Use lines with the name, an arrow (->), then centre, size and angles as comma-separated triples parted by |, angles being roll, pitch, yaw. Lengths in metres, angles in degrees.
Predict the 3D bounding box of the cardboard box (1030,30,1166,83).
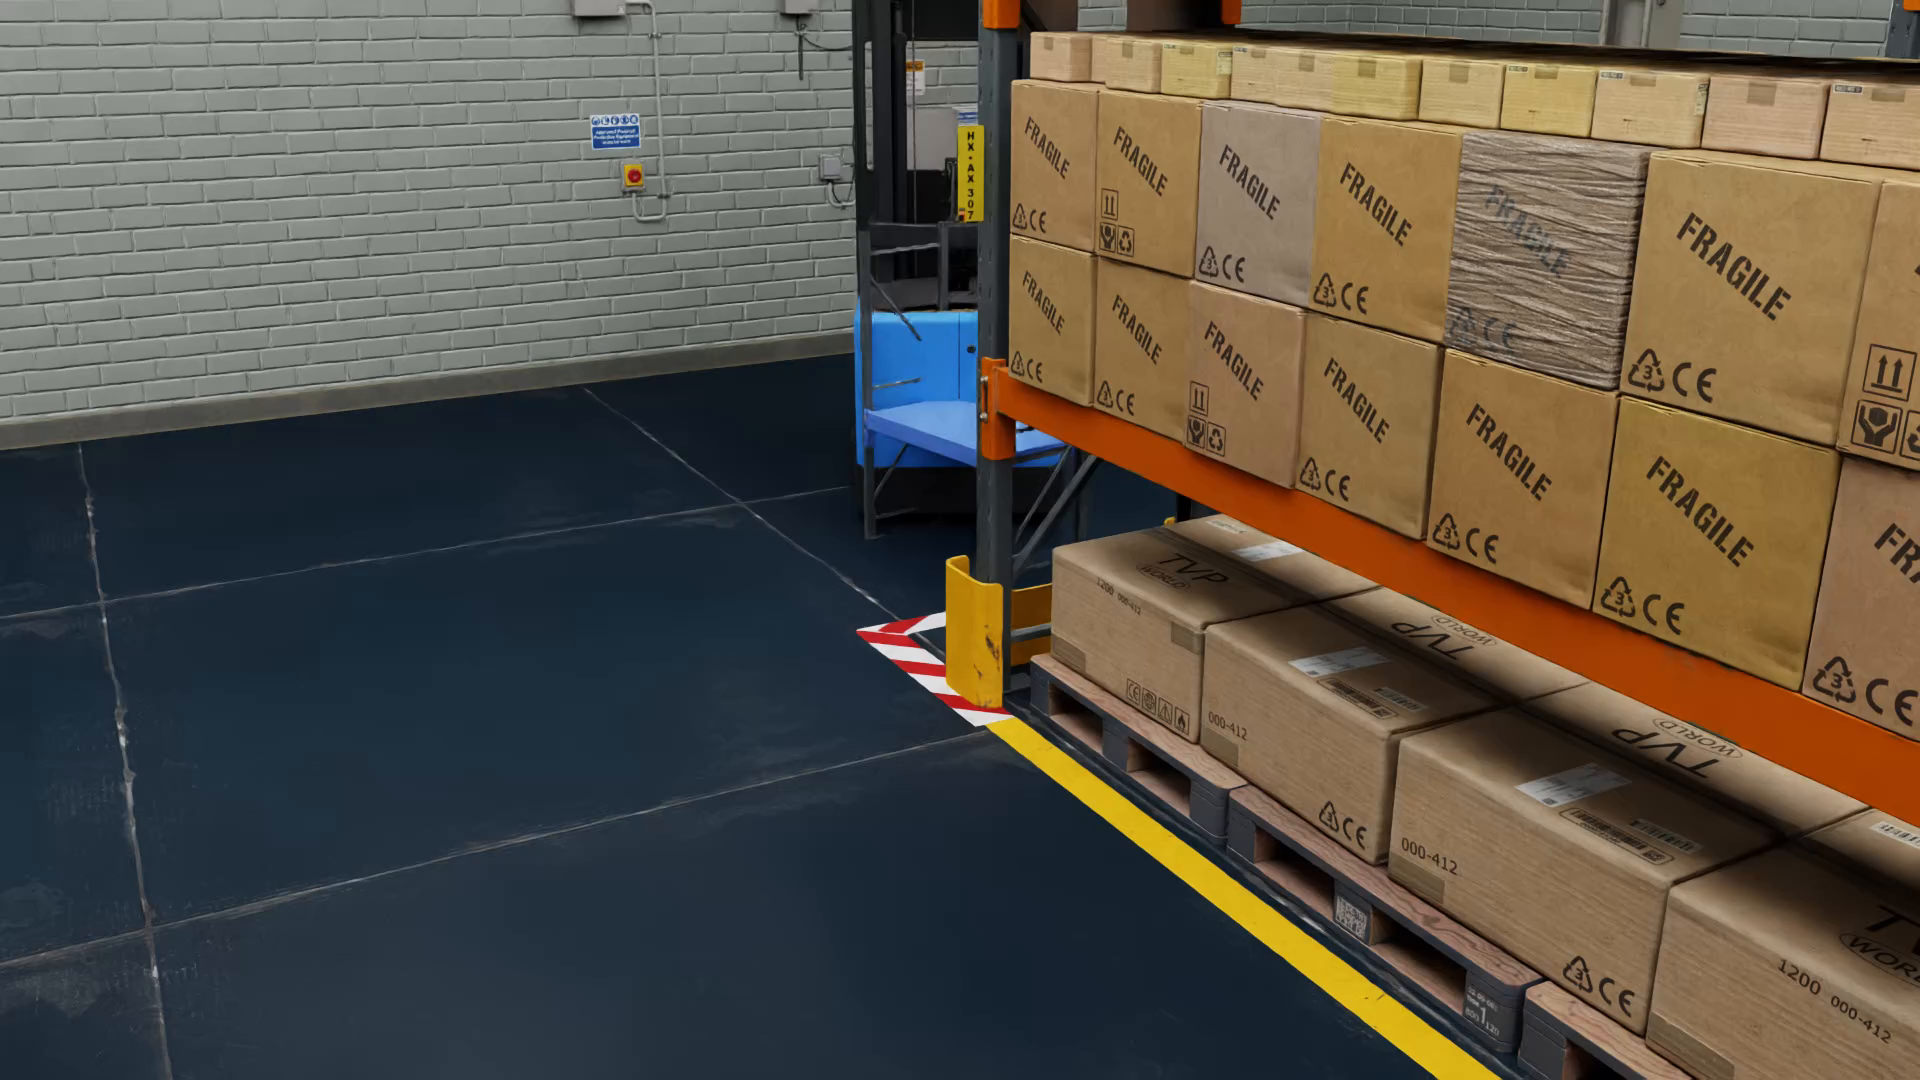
cardboard box -> 0.454, -1.587, 5.451 | 0.380, 0.149, 0.250 | -9, 21, -26

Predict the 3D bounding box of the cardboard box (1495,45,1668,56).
cardboard box -> 1.638, -1.223, 4.398 | 0.380, 0.149, 0.250 | -9, 21, -25

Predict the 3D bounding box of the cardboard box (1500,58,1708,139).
cardboard box -> 1.451, -0.999, 3.748 | 0.380, 0.149, 0.250 | -10, 22, -28

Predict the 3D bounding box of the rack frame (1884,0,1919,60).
rack frame -> 4.896, -1.675, 8.387 | 1.000, 3.000, 0.127 | -10, 21, -27

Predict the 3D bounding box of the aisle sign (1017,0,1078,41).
aisle sign -> 0.240, -2.110, 5.661 | 0.394, 0.787, 0.004 | -10, 21, -27

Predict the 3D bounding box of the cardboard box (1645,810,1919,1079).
cardboard box -> 2.225, 1.059, 3.748 | 0.875, 0.438, 0.875 | -10, 22, -27

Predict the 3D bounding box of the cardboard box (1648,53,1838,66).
cardboard box -> 1.856, -1.073, 3.962 | 0.380, 0.149, 0.250 | -10, 21, -27

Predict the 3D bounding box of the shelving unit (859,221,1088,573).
shelving unit -> 0.055, -0.628, 7.651 | 0.538, 1.500, 1.048 | -15, 24, -36

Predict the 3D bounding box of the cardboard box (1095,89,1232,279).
cardboard box -> 0.758, -1.096, 5.022 | 0.500, 0.500, 0.500 | -11, 22, -28

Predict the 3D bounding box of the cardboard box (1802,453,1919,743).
cardboard box -> 1.983, 0.102, 3.083 | 0.500, 0.500, 0.500 | -10, 21, -26

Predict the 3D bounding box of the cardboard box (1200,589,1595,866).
cardboard box -> 1.373, 0.543, 5.243 | 0.875, 0.438, 0.875 | -9, 21, -25

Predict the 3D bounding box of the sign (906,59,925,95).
sign -> -0.398, -3.245, 11.670 | 0.339, 0.242, 0.001 | -10, 21, -27

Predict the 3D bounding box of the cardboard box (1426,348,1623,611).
cardboard box -> 1.483, -0.186, 3.920 | 0.500, 0.500, 0.500 | -10, 22, -27

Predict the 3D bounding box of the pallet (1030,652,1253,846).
pallet -> 0.978, 0.631, 5.980 | 1.003, 0.211, 1.213 | -10, 21, -27

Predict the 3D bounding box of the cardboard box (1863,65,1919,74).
cardboard box -> 2.149, -0.933, 3.556 | 0.380, 0.149, 0.250 | -10, 21, -27

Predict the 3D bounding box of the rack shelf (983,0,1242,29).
rack shelf -> 1.479, -1.409, 4.120 | 1.077, 0.370, 4.000 | -10, 21, -27

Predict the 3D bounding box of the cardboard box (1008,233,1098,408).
cardboard box -> 0.504, -0.770, 5.611 | 0.500, 0.500, 0.500 | -10, 21, -27

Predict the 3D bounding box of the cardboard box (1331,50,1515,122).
cardboard box -> 1.153, -1.135, 4.142 | 0.380, 0.149, 0.250 | -11, 22, -28

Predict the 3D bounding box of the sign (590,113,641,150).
sign -> -2.240, -2.658, 10.821 | 0.327, 0.218, 0.001 | -10, 21, -27

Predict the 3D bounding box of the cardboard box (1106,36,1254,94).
cardboard box -> 0.664, -1.430, 4.997 | 0.380, 0.149, 0.250 | -9, 21, -25

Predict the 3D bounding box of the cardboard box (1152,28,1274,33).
cardboard box -> 0.876, -1.660, 5.662 | 0.380, 0.149, 0.250 | -10, 21, -26

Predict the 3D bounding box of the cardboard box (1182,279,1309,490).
cardboard box -> 0.995, -0.480, 4.771 | 0.500, 0.500, 0.500 | -10, 21, -27

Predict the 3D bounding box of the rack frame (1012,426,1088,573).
rack frame -> 0.370, -0.498, 7.274 | 0.500, 1.500, 0.032 | -15, 24, -36

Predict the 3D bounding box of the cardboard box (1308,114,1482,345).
cardboard box -> 1.247, -0.806, 4.183 | 0.500, 0.500, 0.500 | -10, 21, -26

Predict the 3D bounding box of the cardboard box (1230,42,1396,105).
cardboard box -> 0.976, -1.290, 4.591 | 0.380, 0.149, 0.250 | -10, 21, -26

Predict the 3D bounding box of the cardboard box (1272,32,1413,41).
cardboard box -> 1.214, -1.529, 5.284 | 0.380, 0.149, 0.250 | -10, 22, -27

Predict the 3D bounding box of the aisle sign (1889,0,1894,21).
aisle sign -> 4.605, -2.878, 7.888 | 0.394, 0.787, 0.004 | -10, 21, -27

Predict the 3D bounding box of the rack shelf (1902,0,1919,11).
rack shelf -> 5.845, -2.179, 6.351 | 1.077, 0.370, 4.000 | -10, 21, -27

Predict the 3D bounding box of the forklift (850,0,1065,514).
forklift -> -0.027, -1.943, 9.268 | 1.130, 2.935, 3.031 | 0, 19, -1

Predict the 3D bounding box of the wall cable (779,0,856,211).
wall cable -> -0.926, -3.223, 11.317 | 0.588, 1.984, 0.122 | -10, 21, -27

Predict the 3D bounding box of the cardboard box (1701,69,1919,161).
cardboard box -> 1.727, -0.858, 3.338 | 0.380, 0.149, 0.250 | -10, 21, -27

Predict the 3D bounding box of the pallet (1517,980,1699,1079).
pallet -> 2.136, 1.331, 3.950 | 1.003, 0.211, 1.213 | -10, 21, -27

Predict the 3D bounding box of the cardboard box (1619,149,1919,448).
cardboard box -> 1.728, -0.516, 3.343 | 0.500, 0.500, 0.500 | -10, 22, -27

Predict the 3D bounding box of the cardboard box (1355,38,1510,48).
cardboard box -> 1.359, -1.365, 4.807 | 0.380, 0.149, 0.250 | -10, 22, -27
